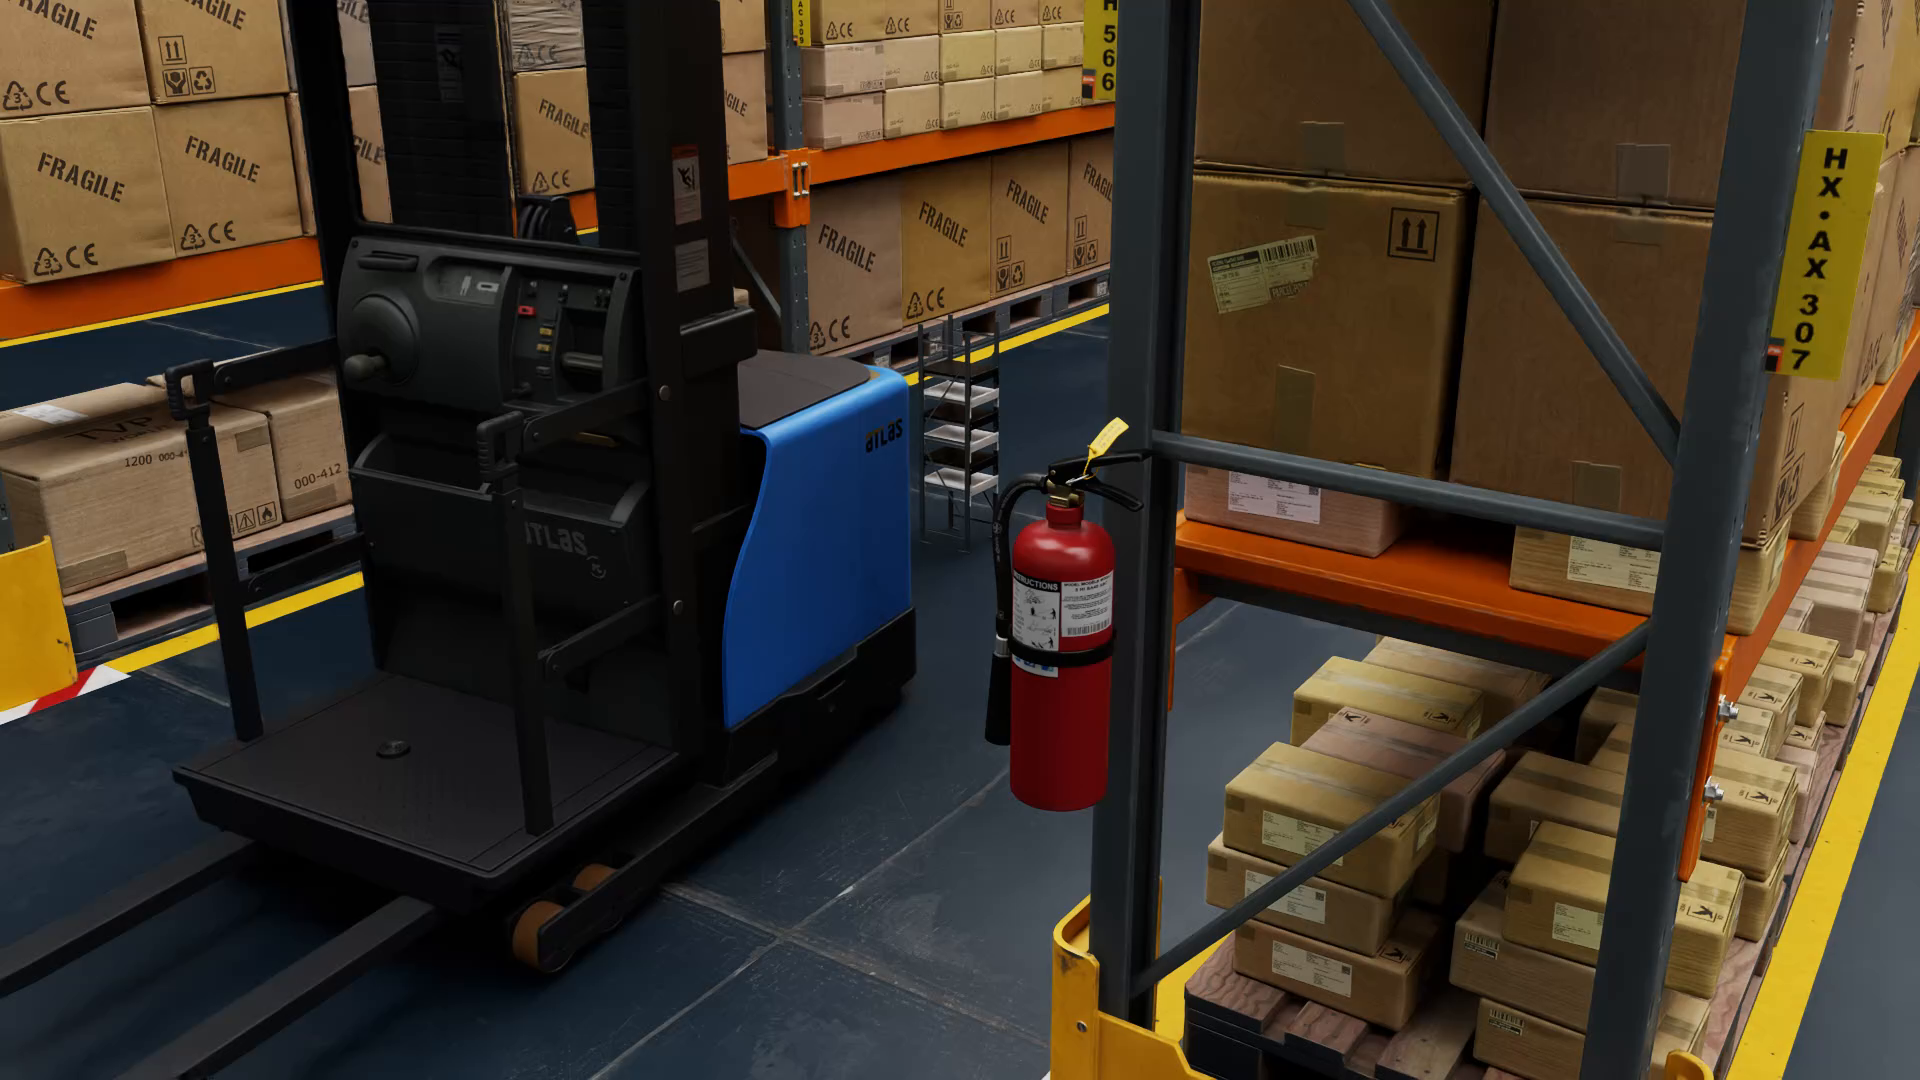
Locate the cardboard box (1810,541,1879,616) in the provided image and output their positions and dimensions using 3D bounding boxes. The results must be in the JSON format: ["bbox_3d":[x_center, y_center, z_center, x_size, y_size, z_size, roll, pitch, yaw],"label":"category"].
[{"bbox_3d":[2.427,0.099,4.819,0.380,0.149,0.250,12,23,29],"label":"cardboard box"}]

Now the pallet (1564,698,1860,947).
[{"bbox_3d":[1.909,0.636,4.743,1.003,0.211,1.213,13,24,32],"label":"pallet"}]

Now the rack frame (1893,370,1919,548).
[{"bbox_3d":[2.943,-1.223,5.749,1.000,3.000,0.127,13,24,32],"label":"rack frame"}]

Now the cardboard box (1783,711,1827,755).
[{"bbox_3d":[2.112,0.530,4.512,0.380,0.149,0.250,13,24,32],"label":"cardboard box"}]

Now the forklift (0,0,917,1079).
[{"bbox_3d":[-1.289,-0.520,3.947,1.130,2.935,3.031,11,23,27],"label":"forklift"}]

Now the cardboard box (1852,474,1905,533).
[{"bbox_3d":[2.847,-0.128,5.435,0.380,0.149,0.250,14,24,32],"label":"cardboard box"}]

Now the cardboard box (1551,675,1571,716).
[{"bbox_3d":[1.485,0.347,4.577,0.380,0.149,0.250,15,25,34],"label":"cardboard box"}]

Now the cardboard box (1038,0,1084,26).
[{"bbox_3d":[0.400,-3.334,9.869,0.500,0.500,0.500,13,24,32],"label":"cardboard box"}]

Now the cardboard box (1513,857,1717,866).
[{"bbox_3d":[1.466,0.670,3.706,0.380,0.149,0.250,14,24,33],"label":"cardboard box"}]

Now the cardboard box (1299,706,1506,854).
[{"bbox_3d":[0.971,0.523,3.673,0.380,0.149,0.250,14,24,33],"label":"cardboard box"}]

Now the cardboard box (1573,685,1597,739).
[{"bbox_3d":[1.692,0.429,4.785,0.380,0.149,0.250,14,25,33],"label":"cardboard box"}]

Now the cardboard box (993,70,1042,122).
[{"bbox_3d":[0.137,-2.599,9.682,0.500,0.250,0.500,13,24,31],"label":"cardboard box"}]

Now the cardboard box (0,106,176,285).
[{"bbox_3d":[-2.949,-1.141,5.381,0.500,0.500,0.500,13,24,31],"label":"cardboard box"}]

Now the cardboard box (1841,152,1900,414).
[{"bbox_3d":[1.455,-0.496,3.208,0.500,0.500,0.500,13,24,32],"label":"cardboard box"}]

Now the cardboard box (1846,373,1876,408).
[{"bbox_3d":[1.982,-0.444,4.005,0.380,0.149,0.250,14,25,34],"label":"cardboard box"}]

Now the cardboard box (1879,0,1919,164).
[{"bbox_3d":[1.444,-0.954,3.006,0.500,0.500,0.500,14,25,33],"label":"cardboard box"}]

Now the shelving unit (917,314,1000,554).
[{"bbox_3d":[-0.005,-0.420,6.603,0.258,0.900,0.210,13,24,32],"label":"shelving unit"}]

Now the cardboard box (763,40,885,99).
[{"bbox_3d":[-0.728,-2.395,8.412,0.500,0.250,0.500,12,24,30],"label":"cardboard box"}]

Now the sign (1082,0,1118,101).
[{"bbox_3d":[0.246,-0.881,2.698,0.100,0.325,0.005,13,24,32],"label":"sign"}]

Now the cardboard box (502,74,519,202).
[{"bbox_3d":[-2.120,-1.581,6.570,0.500,0.500,0.500,14,25,34],"label":"cardboard box"}]

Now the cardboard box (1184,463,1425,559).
[{"bbox_3d":[0.644,-0.107,3.091,0.380,0.149,0.250,13,24,32],"label":"cardboard box"}]

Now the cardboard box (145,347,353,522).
[{"bbox_3d":[-2.661,-0.480,6.828,0.875,0.438,0.875,14,25,33],"label":"cardboard box"}]

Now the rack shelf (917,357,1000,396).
[{"bbox_3d":[-0.005,-0.642,6.520,0.258,0.077,0.200,13,24,32],"label":"rack shelf"}]

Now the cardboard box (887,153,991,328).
[{"bbox_3d":[-0.424,-1.814,9.804,0.875,0.875,0.875,14,25,33],"label":"cardboard box"}]

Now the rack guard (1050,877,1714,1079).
[{"bbox_3d":[0.737,1.075,3.138,1.175,0.500,0.348,13,24,32],"label":"rack guard"}]

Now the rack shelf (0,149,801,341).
[{"bbox_3d":[-2.332,-1.248,6.853,1.077,0.370,4.000,13,24,32],"label":"rack shelf"}]

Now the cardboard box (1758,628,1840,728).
[{"bbox_3d":[1.993,0.320,4.223,0.380,0.149,0.250,14,24,33],"label":"cardboard box"}]

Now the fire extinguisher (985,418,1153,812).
[{"bbox_3d":[0.171,0.118,2.772,0.296,0.674,0.183,13,24,32],"label":"fire extinguisher"}]

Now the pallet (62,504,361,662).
[{"bbox_3d":[-3.072,0.051,6.323,1.003,0.211,1.213,13,24,32],"label":"pallet"}]

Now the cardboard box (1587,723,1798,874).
[{"bbox_3d":[1.573,0.551,3.597,0.380,0.149,0.250,13,24,32],"label":"cardboard box"}]

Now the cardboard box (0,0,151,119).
[{"bbox_3d":[-2.951,-1.610,5.209,0.500,0.500,0.500,13,24,31],"label":"cardboard box"}]

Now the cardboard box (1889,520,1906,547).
[{"bbox_3d":[2.887,0.010,5.490,0.380,0.149,0.250,12,23,29],"label":"cardboard box"}]

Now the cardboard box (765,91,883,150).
[{"bbox_3d":[-0.742,-2.164,8.508,0.500,0.250,0.500,13,24,31],"label":"cardboard box"}]

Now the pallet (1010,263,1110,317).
[{"bbox_3d":[0.535,-1.788,11.295,1.003,0.211,1.213,13,24,32],"label":"pallet"}]

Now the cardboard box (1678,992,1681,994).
[{"bbox_3d":[1.333,0.885,3.551,0.380,0.149,0.250,13,24,32],"label":"cardboard box"}]

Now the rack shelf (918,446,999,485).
[{"bbox_3d":[-0.005,-0.304,6.645,0.258,0.077,0.200,13,24,32],"label":"rack shelf"}]

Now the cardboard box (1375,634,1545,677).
[{"bbox_3d":[1.314,0.274,4.346,0.380,0.149,0.250,14,25,34],"label":"cardboard box"}]

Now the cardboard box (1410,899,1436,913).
[{"bbox_3d":[0.878,0.779,3.839,0.380,0.149,0.250,14,25,33],"label":"cardboard box"}]

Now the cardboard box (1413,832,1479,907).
[{"bbox_3d":[0.946,0.653,3.750,0.380,0.149,0.250,13,24,31],"label":"cardboard box"}]

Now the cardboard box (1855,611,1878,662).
[{"bbox_3d":[2.693,0.242,5.290,0.380,0.149,0.250,12,24,30],"label":"cardboard box"}]

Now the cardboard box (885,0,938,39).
[{"bbox_3d":[-0.460,-2.897,8.688,0.500,0.500,0.500,13,24,32],"label":"cardboard box"}]

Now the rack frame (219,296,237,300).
[{"bbox_3d":[-5.315,-3.127,10.894,1.000,3.000,0.127,13,24,32],"label":"rack frame"}]

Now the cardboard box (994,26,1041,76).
[{"bbox_3d":[0.131,-2.835,9.602,0.500,0.250,0.500,12,24,30],"label":"cardboard box"}]

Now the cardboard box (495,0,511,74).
[{"bbox_3d":[-2.104,-2.052,6.404,0.500,0.500,0.500,13,24,32],"label":"cardboard box"}]

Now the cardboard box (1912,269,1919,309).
[{"bbox_3d":[2.331,-0.925,4.368,0.500,0.500,0.500,13,24,32],"label":"cardboard box"}]
